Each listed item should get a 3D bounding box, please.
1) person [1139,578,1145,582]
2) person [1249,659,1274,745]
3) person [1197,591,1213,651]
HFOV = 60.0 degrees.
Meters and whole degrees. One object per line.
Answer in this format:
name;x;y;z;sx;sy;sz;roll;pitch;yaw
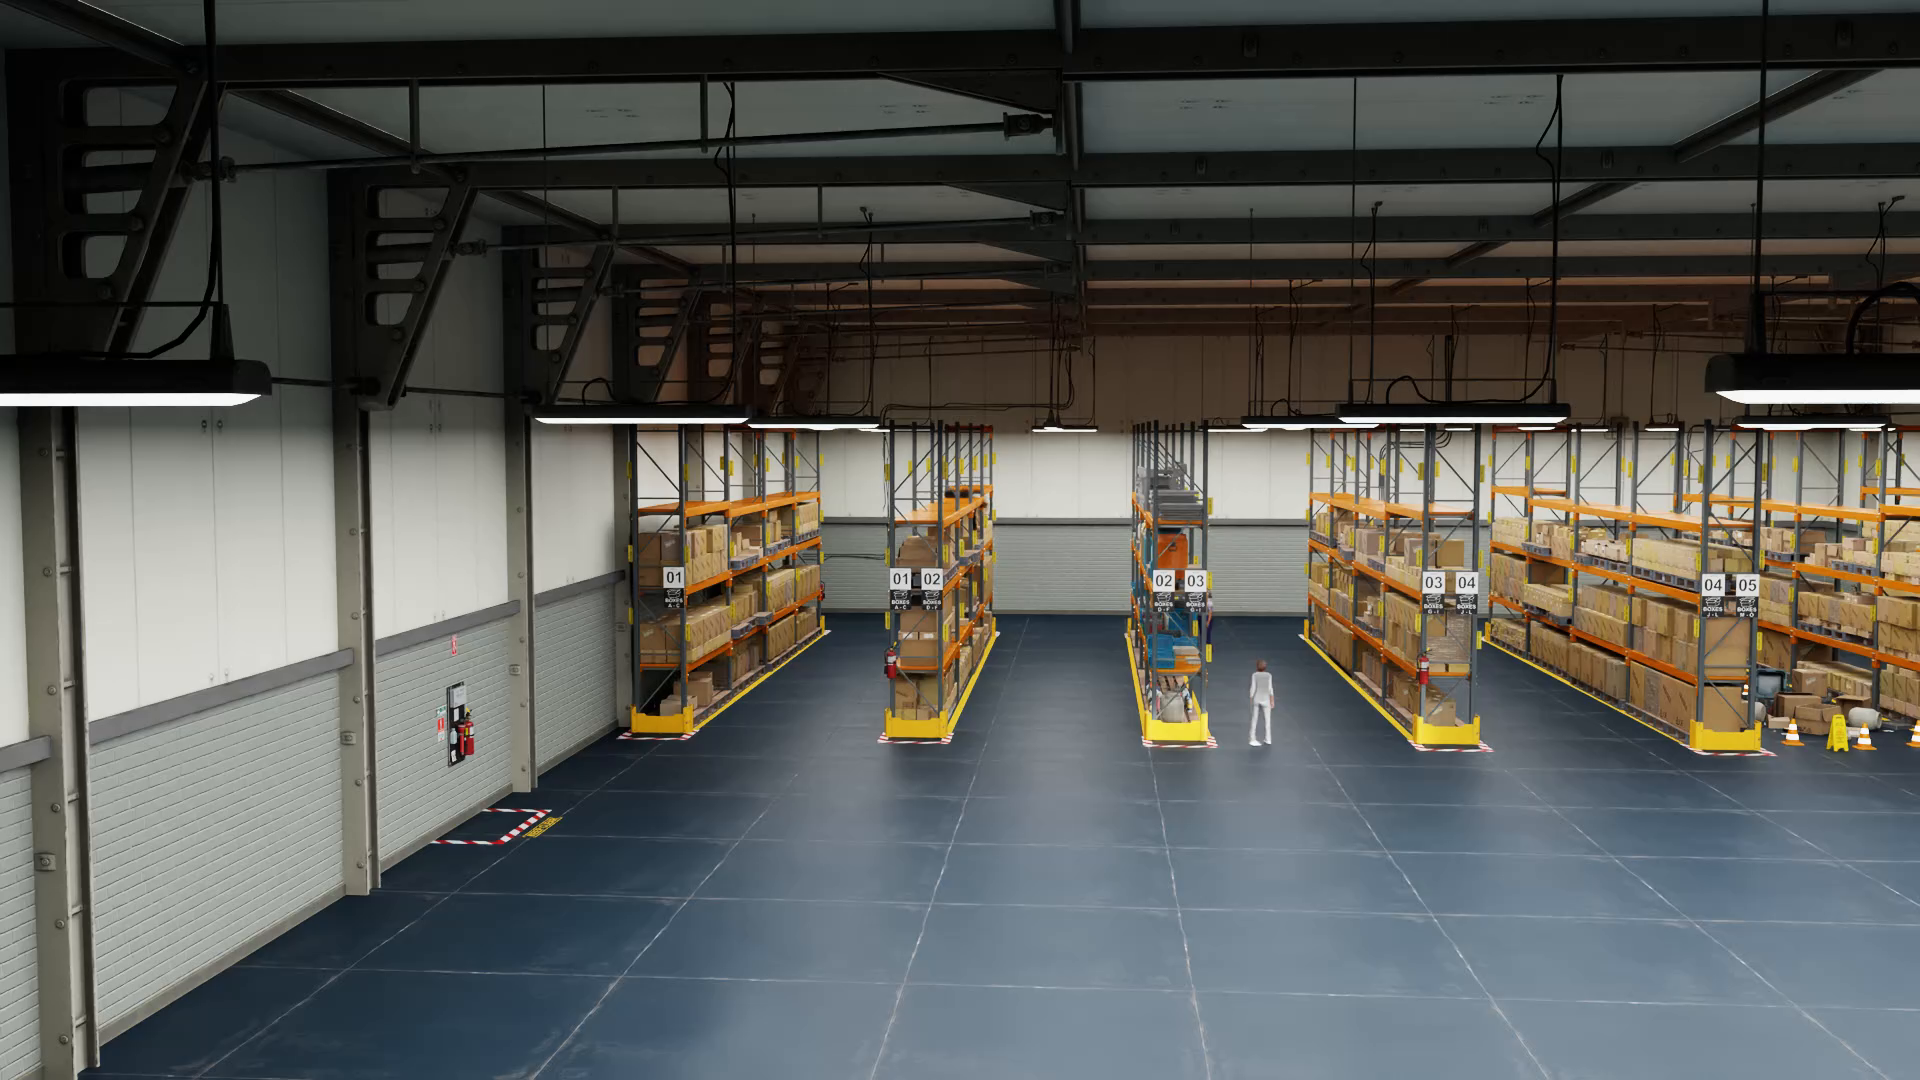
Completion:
person;5.411;1.769;49.548;0.443;1.658;0.436;-3;5;-37
person;5.588;2.991;30.708;0.421;1.602;0.545;2;4;24
person;6.401;2.167;43.557;0.500;1.649;0.493;-3;5;-42
